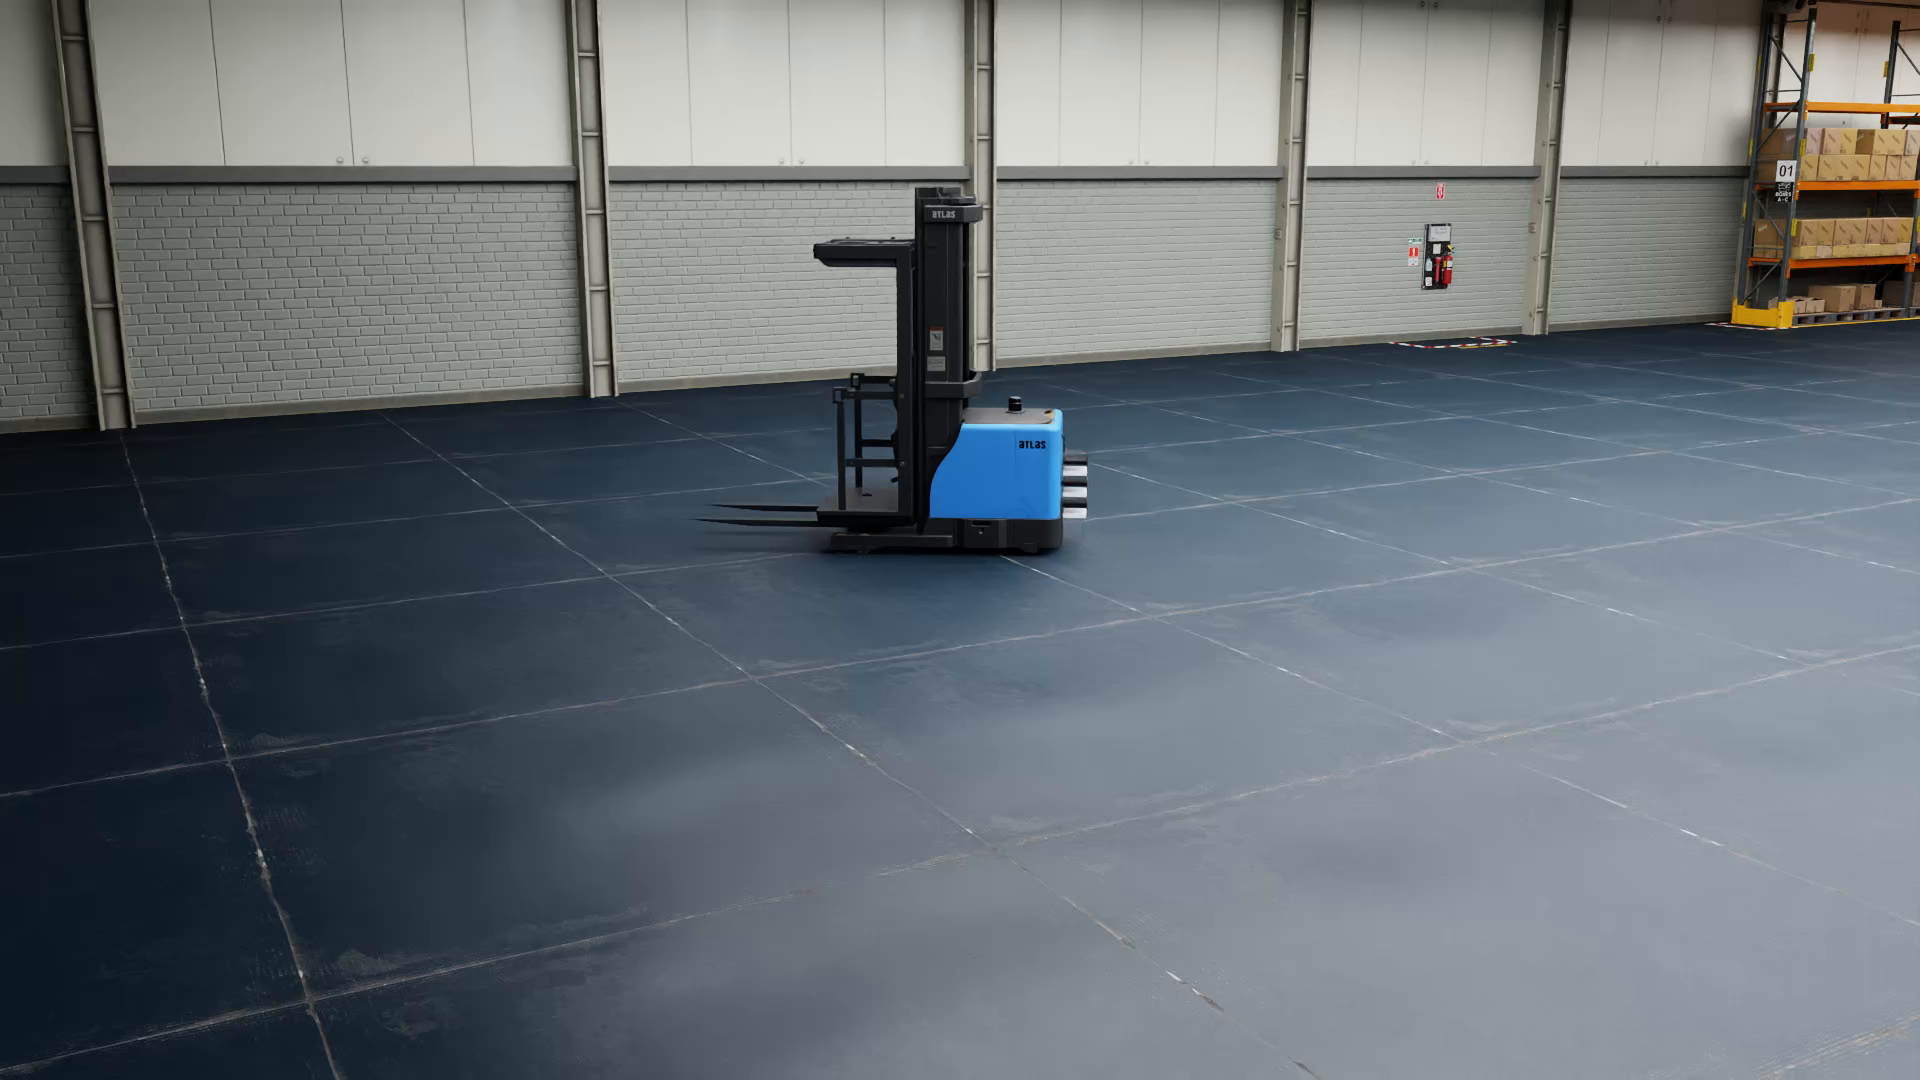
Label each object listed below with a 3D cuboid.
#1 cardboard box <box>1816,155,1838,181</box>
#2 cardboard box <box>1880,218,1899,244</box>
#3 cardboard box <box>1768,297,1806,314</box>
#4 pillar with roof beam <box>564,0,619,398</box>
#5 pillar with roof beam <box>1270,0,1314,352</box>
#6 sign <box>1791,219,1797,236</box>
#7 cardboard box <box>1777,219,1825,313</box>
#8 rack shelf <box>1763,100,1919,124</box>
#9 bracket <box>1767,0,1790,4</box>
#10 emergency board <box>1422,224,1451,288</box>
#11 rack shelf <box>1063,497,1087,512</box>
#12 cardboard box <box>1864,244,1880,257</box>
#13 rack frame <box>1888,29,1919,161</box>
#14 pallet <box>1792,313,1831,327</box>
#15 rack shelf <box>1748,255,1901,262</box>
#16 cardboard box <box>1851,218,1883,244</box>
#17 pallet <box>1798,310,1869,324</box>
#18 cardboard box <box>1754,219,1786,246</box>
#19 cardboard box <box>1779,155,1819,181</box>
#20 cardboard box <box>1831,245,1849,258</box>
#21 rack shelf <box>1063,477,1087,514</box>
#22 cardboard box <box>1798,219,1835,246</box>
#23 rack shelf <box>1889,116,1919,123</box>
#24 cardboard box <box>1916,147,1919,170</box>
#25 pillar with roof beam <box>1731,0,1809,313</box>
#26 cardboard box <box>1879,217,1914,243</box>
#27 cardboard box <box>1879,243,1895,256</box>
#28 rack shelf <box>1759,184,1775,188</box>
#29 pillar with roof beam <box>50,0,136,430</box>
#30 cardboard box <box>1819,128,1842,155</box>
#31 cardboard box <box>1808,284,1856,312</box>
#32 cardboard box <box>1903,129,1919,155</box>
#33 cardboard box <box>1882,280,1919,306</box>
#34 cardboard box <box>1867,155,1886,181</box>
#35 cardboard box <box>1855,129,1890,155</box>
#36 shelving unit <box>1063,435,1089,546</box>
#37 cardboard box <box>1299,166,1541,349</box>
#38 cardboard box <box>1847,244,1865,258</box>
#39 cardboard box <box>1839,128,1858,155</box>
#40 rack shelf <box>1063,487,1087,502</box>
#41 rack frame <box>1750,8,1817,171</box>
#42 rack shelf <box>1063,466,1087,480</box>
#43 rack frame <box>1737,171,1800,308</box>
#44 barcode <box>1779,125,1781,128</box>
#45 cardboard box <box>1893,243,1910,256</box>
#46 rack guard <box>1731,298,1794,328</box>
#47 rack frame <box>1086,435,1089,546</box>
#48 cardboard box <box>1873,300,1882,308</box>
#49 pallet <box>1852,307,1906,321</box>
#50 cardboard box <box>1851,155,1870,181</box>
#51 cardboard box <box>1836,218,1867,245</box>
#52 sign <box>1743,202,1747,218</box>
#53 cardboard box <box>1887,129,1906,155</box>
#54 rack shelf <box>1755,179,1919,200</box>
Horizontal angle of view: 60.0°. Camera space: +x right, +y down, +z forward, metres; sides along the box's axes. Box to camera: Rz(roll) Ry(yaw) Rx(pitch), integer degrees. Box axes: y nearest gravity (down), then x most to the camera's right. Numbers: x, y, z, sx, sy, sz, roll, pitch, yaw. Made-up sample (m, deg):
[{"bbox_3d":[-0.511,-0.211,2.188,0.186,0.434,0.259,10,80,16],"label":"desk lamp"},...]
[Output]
[{"bbox_3d":[16.810,-7.304,32.626,0.500,0.500,0.500,-6,14,-24],"label":"cardboard box"},{"bbox_3d":[18.717,-6.306,33.884,0.500,0.500,0.500,-7,14,-28],"label":"cardboard box"},{"bbox_3d":[16.559,-4.704,33.299,0.500,0.311,0.500,-9,15,-34],"label":"cardboard box"},{"bbox_3d":[-2.894,-5.558,18.310,0.400,9.000,9.100,-7,14,-28],"label":"pillar with roof beam"},{"bbox_3d":[7.638,-6.820,23.919,0.400,9.000,9.100,-7,14,-28],"label":"pillar with roof beam"},{"bbox_3d":[16.169,-6.063,32.247,0.005,0.325,0.100,-7,14,-28],"label":"sign"},{"bbox_3d":[16.760,-5.445,33.112,1.284,1.840,0.795,-6,14,-23],"label":"cardboard box"},{"bbox_3d":[17.664,-8.530,33.162,4.000,0.370,1.077,-7,14,-28],"label":"rack shelf"},{"bbox_3d":[15.914,-10.556,32.322,0.430,0.232,0.235,-7,14,-28],"label":"bracket"},{"bbox_3d":[8.627,-5.103,29.951,0.585,1.158,0.155,-7,14,-28],"label":"emergency board"},{"bbox_3d":[0.963,-0.296,13.937,0.200,0.077,0.258,1,13,4],"label":"rack shelf"},{"bbox_3d":[18.274,-5.888,33.735,0.500,0.250,0.500,-7,14,-28],"label":"cardboard box"},{"bbox_3d":[19.421,-9.092,34.014,0.053,2.616,0.949,-7,14,-28],"label":"rack frame"},{"bbox_3d":[16.705,-4.472,33.497,1.213,0.211,1.003,-7,14,-28],"label":"pallet"},{"bbox_3d":[17.664,-5.735,33.791,3.809,0.052,0.919,-7,14,-28],"label":"rack shelf"},{"bbox_3d":[18.270,-6.255,33.658,0.500,0.500,0.500,-7,15,-29],"label":"cardboard box"},{"bbox_3d":[17.775,-4.599,34.064,1.213,0.211,1.003,-7,14,-28],"label":"pallet"},{"bbox_3d":[16.220,-6.138,33.140,0.500,0.500,0.500,-7,14,-28],"label":"cardboard box"},{"bbox_3d":[16.322,-7.254,32.406,0.500,0.500,0.500,-6,14,-26],"label":"cardboard box"},{"bbox_3d":[17.388,-5.782,33.265,0.500,0.250,0.500,-7,15,-29],"label":"cardboard box"},{"bbox_3d":[0.963,-0.367,13.921,0.190,0.281,0.221,1,13,4],"label":"rack shelf"},{"bbox_3d":[16.910,-6.090,32.926,0.500,0.500,0.500,-7,14,-28],"label":"cardboard box"},{"bbox_3d":[21.175,-8.853,35.054,3.809,0.124,0.919,-7,14,-28],"label":"rack shelf"},{"bbox_3d":[19.938,-7.925,34.477,0.500,0.500,0.500,-5,13,-20],"label":"cardboard box"},{"bbox_3d":[18.171,-8.083,29.529,0.548,9.000,9.100,-7,14,-28],"label":"pillar with roof beam"},{"bbox_3d":[19.153,-6.359,34.122,0.500,0.500,0.500,-7,14,-28],"label":"cardboard box"},{"bbox_3d":[18.708,-5.944,33.983,0.500,0.250,0.500,-7,14,-28],"label":"cardboard box"},{"bbox_3d":[17.664,-7.138,33.475,3.687,0.071,0.831,-7,14,-28],"label":"rack shelf"},{"bbox_3d":[-8.161,-4.927,15.505,0.400,9.000,9.100,-7,14,-28],"label":"pillar with roof beam"},{"bbox_3d":[16.828,-7.792,32.517,0.500,0.500,0.500,-7,14,-29],"label":"cardboard box"},{"bbox_3d":[17.727,-4.923,33.845,0.500,0.500,0.700,-8,15,-31],"label":"cardboard box"},{"bbox_3d":[19.110,-8.071,33.757,0.550,0.500,0.550,-7,14,-27],"label":"cardboard box"},{"bbox_3d":[20.058,-5.242,35.260,0.500,0.500,0.700,-6,14,-26],"label":"cardboard box"},{"bbox_3d":[18.176,-7.471,33.369,0.500,0.500,0.500,-7,15,-30],"label":"cardboard box"},{"bbox_3d":[18.180,-7.954,33.239,0.500,0.500,0.500,-7,15,-30],"label":"cardboard box"},{"bbox_3d":[0.964,-0.416,13.910,0.208,0.900,0.258,1,13,4],"label":"shelving unit"},{"bbox_3d":[17.589,-3.166,20.555,14.073,3.347,25.570,-7,14,-27],"label":"cardboard box"},{"bbox_3d":[17.833,-5.835,33.499,0.500,0.250,0.500,-7,14,-27],"label":"cardboard box"},{"bbox_3d":[17.272,-7.848,32.766,0.500,0.500,0.500,-6,14,-26],"label":"cardboard box"},{"bbox_3d":[0.963,-0.384,13.918,0.200,0.077,0.258,1,13,4],"label":"rack shelf"},{"bbox_3d":[15.909,-8.672,32.147,0.127,3.000,1.000,-7,14,-28],"label":"rack frame"},{"bbox_3d":[0.963,-0.560,13.878,0.200,0.077,0.258,1,13,4],"label":"rack shelf"},{"bbox_3d":[15.909,-5.745,32.806,0.127,3.000,1.000,-7,14,-28],"label":"rack frame"},{"bbox_3d":[16.292,-8.209,33.050,0.075,0.075,0.001,-7,14,-28],"label":"barcode"},{"bbox_3d":[19.149,-5.994,34.209,0.500,0.250,0.500,-7,14,-28],"label":"cardboard box"},{"bbox_3d":[15.975,-4.534,33.116,0.348,0.500,1.175,-7,14,-28],"label":"rack guard"},{"bbox_3d":[1.064,-0.415,13.902,0.006,0.900,0.240,1,13,4],"label":"rack frame"},{"bbox_3d":[18.964,-4.936,34.663,0.250,0.166,0.380,-9,16,-35],"label":"cardboard box"},{"bbox_3d":[18.847,-4.728,34.638,1.213,0.211,1.003,-7,14,-28],"label":"pallet"},{"bbox_3d":[17.724,-7.420,33.141,0.500,0.500,0.500,-6,14,-24],"label":"cardboard box"},{"bbox_3d":[17.814,-6.200,33.414,0.500,0.500,0.500,-6,14,-26],"label":"cardboard box"},{"bbox_3d":[25.773,-5.995,26.807,11.725,1.973,20.841,-7,14,-28],"label":"sign"},{"bbox_3d":[25.642,-5.667,26.837,7.127,2.151,19.182,-6,14,-25],"label":"cardboard box"},{"bbox_3d":[17.664,-7.068,33.491,4.000,0.370,1.077,-7,14,-28],"label":"rack shelf"}]
